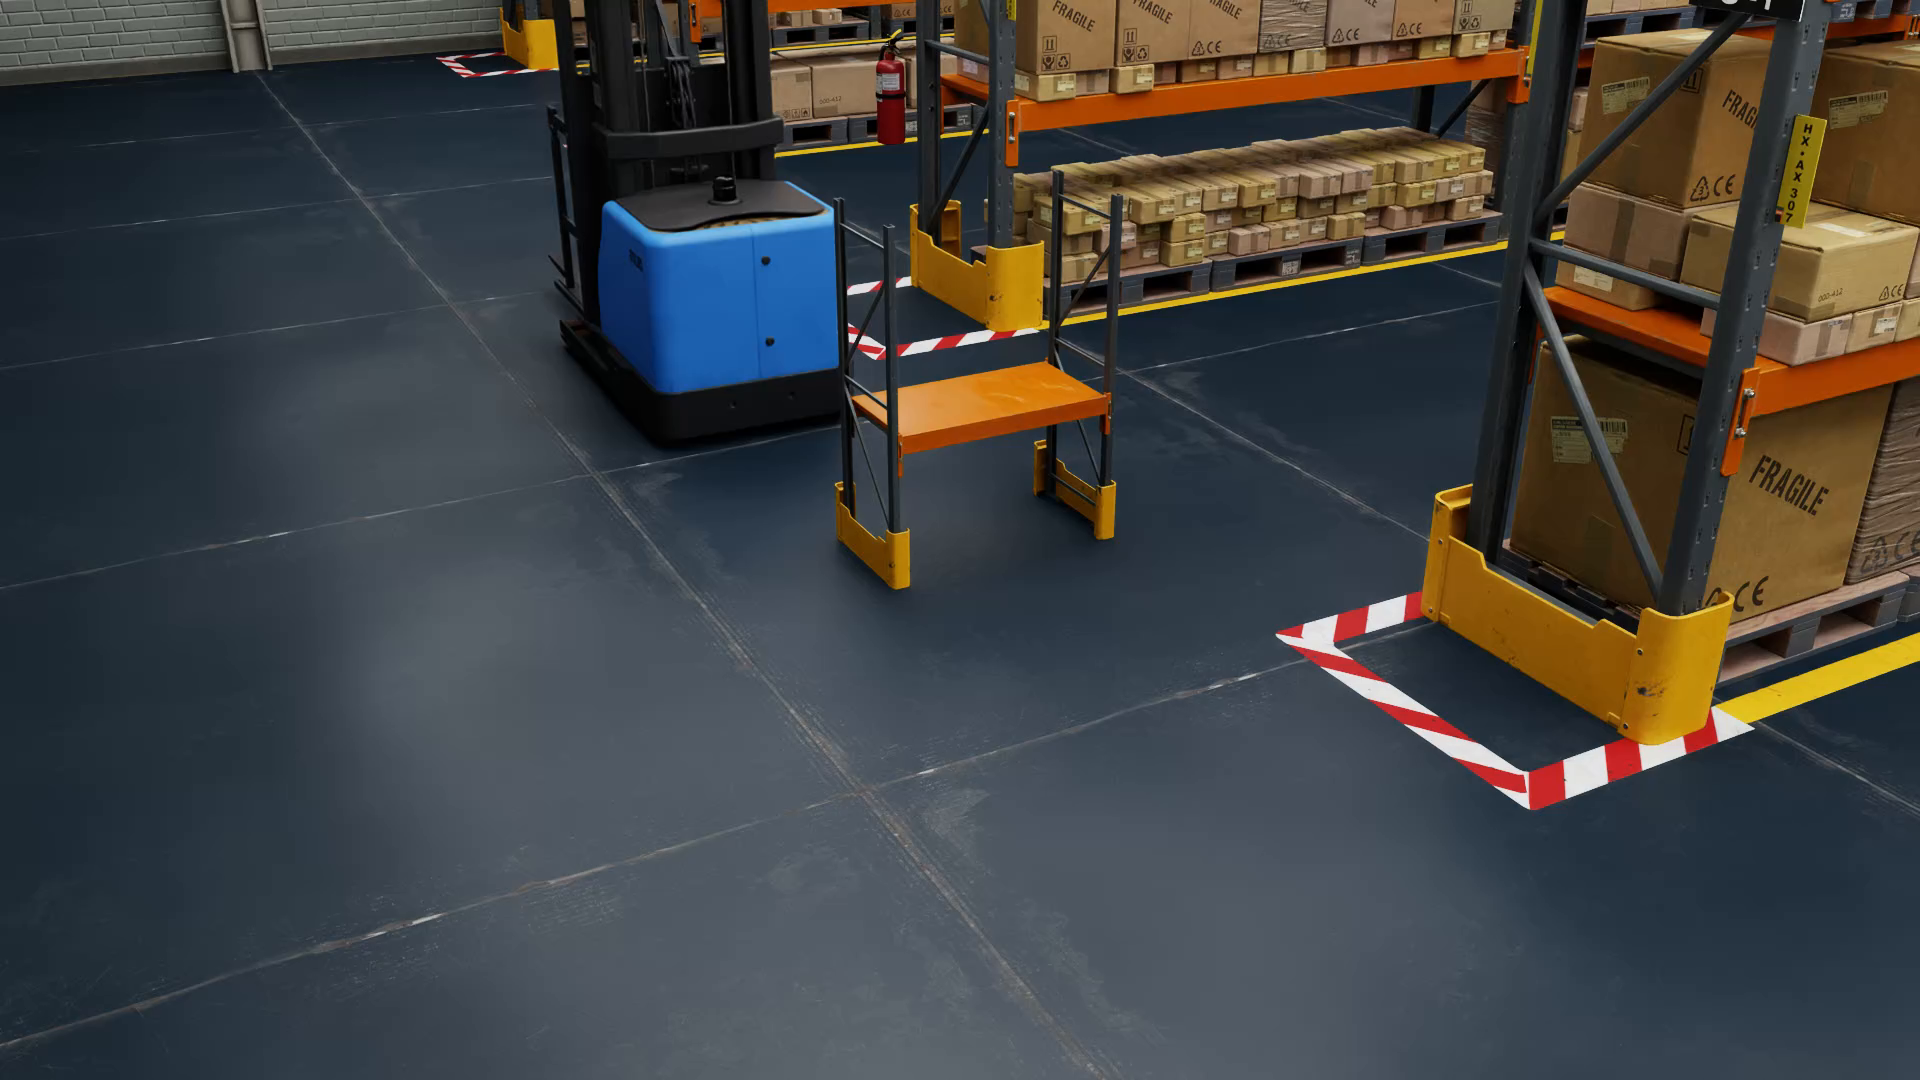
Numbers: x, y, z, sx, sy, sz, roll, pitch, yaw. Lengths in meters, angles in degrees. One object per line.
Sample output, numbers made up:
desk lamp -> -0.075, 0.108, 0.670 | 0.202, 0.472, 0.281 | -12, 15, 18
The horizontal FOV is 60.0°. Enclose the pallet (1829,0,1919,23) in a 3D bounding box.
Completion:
pallet -> 6.502, -4.164, 12.679 | 1.003, 0.211, 1.213 | -13, 29, -25

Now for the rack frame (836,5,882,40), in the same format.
rack frame -> -1.206, -7.387, 19.169 | 0.127, 3.000, 1.000 | -13, 29, -25

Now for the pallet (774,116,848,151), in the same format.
pallet -> -1.728, -3.613, 14.530 | 1.213, 0.211, 1.003 | -13, 29, -25

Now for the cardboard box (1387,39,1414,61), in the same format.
cardboard box -> 2.710, -3.209, 10.758 | 0.250, 0.149, 0.380 | -14, 29, -27

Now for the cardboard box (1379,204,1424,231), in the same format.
cardboard box -> 2.894, -2.216, 11.209 | 0.250, 0.149, 0.380 | -14, 29, -27

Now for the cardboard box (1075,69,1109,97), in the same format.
cardboard box -> 0.667, -2.702, 9.703 | 0.250, 0.149, 0.380 | -12, 28, -23

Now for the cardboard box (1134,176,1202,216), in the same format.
cardboard box -> 1.293, -2.143, 10.369 | 0.250, 0.149, 0.380 | -15, 29, -28

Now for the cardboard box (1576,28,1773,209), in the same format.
cardboard box -> 2.573, -1.496, 5.864 | 0.500, 0.500, 0.500 | -13, 28, -24

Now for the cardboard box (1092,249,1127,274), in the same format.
cardboard box -> 0.827, -1.780, 10.301 | 0.250, 0.149, 0.380 | -13, 29, -25

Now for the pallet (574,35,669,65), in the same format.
pallet -> -3.966, -5.493, 18.447 | 1.213, 0.211, 1.003 | -13, 29, -25

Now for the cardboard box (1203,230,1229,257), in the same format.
cardboard box -> 1.500, -1.932, 10.617 | 0.250, 0.149, 0.380 | -13, 29, -25

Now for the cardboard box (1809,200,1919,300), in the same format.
cardboard box -> 3.273, -1.062, 5.825 | 0.500, 0.250, 0.500 | -13, 29, -26

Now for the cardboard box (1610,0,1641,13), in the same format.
cardboard box -> 4.357, -3.661, 11.215 | 0.250, 0.149, 0.380 | -13, 28, -24

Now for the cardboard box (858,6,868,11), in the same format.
cardboard box -> -0.912, -6.662, 20.063 | 0.500, 0.500, 0.500 | -13, 29, -25

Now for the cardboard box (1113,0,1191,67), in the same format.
cardboard box -> 1.008, -3.091, 9.763 | 0.500, 0.500, 0.500 | -13, 29, -25

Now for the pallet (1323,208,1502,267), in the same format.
pallet -> 2.975, -2.214, 11.618 | 1.213, 0.211, 1.003 | -13, 29, -25

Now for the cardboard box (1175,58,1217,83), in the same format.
cardboard box -> 1.345, -2.888, 10.089 | 0.250, 0.149, 0.380 | -13, 29, -26

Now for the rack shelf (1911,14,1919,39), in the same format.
rack shelf -> 8.845, -4.519, 14.029 | 4.000, 0.370, 1.077 | -13, 29, -25

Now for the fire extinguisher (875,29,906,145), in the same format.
fire extinguisher -> -0.418, -2.729, 9.989 | 0.183, 0.674, 0.296 | -13, 29, -25

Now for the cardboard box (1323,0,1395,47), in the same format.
cardboard box -> 2.359, -3.388, 10.382 | 0.500, 0.500, 0.500 | -13, 29, -25

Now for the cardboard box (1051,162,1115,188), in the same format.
cardboard box -> 0.787, -2.315, 10.726 | 0.250, 0.149, 0.380 | -14, 29, -26

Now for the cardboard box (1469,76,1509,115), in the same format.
cardboard box -> 4.089, -3.271, 12.133 | 0.500, 0.250, 0.500 | -14, 29, -26

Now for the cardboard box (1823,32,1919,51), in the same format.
cardboard box -> 7.660, -3.701, 13.607 | 0.750, 0.750, 1.050 | -13, 29, -26

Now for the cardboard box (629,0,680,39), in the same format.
cardboard box -> -3.379, -5.882, 18.438 | 0.500, 0.500, 0.700 | -12, 28, -23

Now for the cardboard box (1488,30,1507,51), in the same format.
cardboard box -> 3.409, -3.361, 11.075 | 0.250, 0.149, 0.380 | -13, 29, -26

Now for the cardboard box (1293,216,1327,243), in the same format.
cardboard box -> 2.190, -2.078, 10.920 | 0.250, 0.149, 0.380 | -12, 28, -24

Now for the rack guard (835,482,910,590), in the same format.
rack guard -> -0.372, -0.027, 7.017 | 0.087, 0.250, 0.587 | -13, 29, -25

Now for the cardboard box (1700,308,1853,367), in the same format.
cardboard box -> 2.735, -0.725, 5.585 | 0.250, 0.149, 0.380 | -13, 28, -25

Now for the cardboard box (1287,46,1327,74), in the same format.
cardboard box -> 2.064, -3.015, 10.354 | 0.250, 0.149, 0.380 | -12, 28, -24

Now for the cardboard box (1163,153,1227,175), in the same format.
cardboard box -> 1.541, -2.430, 10.968 | 0.250, 0.149, 0.380 | -14, 29, -27

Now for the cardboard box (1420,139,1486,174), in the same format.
cardboard box -> 3.360, -2.622, 11.367 | 0.250, 0.149, 0.380 | -12, 28, -24

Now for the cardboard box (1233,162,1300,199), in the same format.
cardboard box -> 1.973, -2.320, 10.737 | 0.250, 0.149, 0.380 | -13, 29, -25

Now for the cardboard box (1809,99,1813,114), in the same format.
cardboard box -> 6.163, -3.161, 12.770 | 0.500, 0.500, 0.500 | -12, 28, -23

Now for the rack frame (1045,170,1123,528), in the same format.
rack frame -> 0.524, -0.797, 7.177 | 0.032, 1.500, 0.500 | -13, 29, -25

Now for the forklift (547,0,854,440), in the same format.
forklift -> -1.639, -2.416, 8.896 | 1.130, 2.935, 3.031 | -12, 28, -23

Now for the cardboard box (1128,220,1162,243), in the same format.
cardboard box -> 1.047, -1.972, 10.356 | 0.250, 0.149, 0.380 | -13, 28, -24

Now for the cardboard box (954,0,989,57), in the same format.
cardboard box -> 0.297, -3.176, 9.940 | 0.500, 0.500, 0.500 | -12, 28, -24

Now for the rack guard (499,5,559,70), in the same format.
rack guard -> -4.669, -5.460, 18.045 | 0.348, 0.500, 1.175 | -13, 29, -25

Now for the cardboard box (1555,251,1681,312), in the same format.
cardboard box -> 2.426, -0.977, 6.110 | 0.250, 0.149, 0.380 | -12, 28, -24

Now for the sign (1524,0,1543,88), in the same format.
sign -> 2.023, -1.731, 5.778 | 0.005, 0.325, 0.100 | -13, 29, -25

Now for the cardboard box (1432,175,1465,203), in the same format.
cardboard box -> 3.190, -2.415, 11.278 | 0.250, 0.149, 0.380 | -14, 29, -28

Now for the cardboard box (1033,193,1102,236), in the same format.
cardboard box -> 0.644, -1.956, 9.980 | 0.250, 0.149, 0.380 | -14, 29, -27

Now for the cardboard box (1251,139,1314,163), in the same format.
cardboard box -> 2.196, -2.617, 11.356 | 0.250, 0.149, 0.380 | -12, 28, -24

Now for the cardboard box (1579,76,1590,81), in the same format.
cardboard box -> 4.796, -3.181, 11.947 | 0.500, 0.250, 0.500 | -12, 28, -24

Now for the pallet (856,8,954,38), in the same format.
pallet -> -0.506, -6.309, 20.148 | 1.213, 0.211, 1.003 | -13, 29, -25

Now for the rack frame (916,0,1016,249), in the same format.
rack frame -> 0.022, -2.807, 9.631 | 0.127, 3.000, 1.000 | -13, 29, -25

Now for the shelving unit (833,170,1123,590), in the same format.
shelving unit -> 0.067, -0.692, 6.958 | 1.083, 1.500, 0.587 | -13, 29, -25

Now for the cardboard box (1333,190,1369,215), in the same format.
cardboard box -> 2.479, -2.280, 10.999 | 0.250, 0.149, 0.380 | -12, 28, -24

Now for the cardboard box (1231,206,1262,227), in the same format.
cardboard box -> 1.734, -2.144, 10.715 | 0.250, 0.149, 0.380 | -11, 28, -22

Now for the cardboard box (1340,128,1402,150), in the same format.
cardboard box -> 2.879, -2.770, 11.674 | 0.250, 0.149, 0.380 | -12, 28, -23

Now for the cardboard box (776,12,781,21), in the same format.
cardboard box -> -2.283, -6.158, 19.419 | 0.250, 0.149, 0.380 | -13, 29, -26

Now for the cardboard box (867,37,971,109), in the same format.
cardboard box -> -0.261, -4.256, 15.125 | 0.875, 0.438, 0.875 | -14, 29, -27

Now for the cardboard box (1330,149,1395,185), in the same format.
cardboard box -> 2.671, -2.479, 11.068 | 0.250, 0.149, 0.380 | -12, 28, -23

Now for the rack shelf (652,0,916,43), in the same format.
rack shelf -> -0.632, -4.760, 14.530 | 4.000, 0.370, 1.077 | -13, 29, -25

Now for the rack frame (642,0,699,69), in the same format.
rack frame -> -2.397, -4.677, 13.525 | 0.127, 3.000, 1.000 | -13, 29, -25

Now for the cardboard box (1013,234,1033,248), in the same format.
cardboard box -> 0.388, -1.898, 10.546 | 0.250, 0.149, 0.380 | -12, 28, -24
